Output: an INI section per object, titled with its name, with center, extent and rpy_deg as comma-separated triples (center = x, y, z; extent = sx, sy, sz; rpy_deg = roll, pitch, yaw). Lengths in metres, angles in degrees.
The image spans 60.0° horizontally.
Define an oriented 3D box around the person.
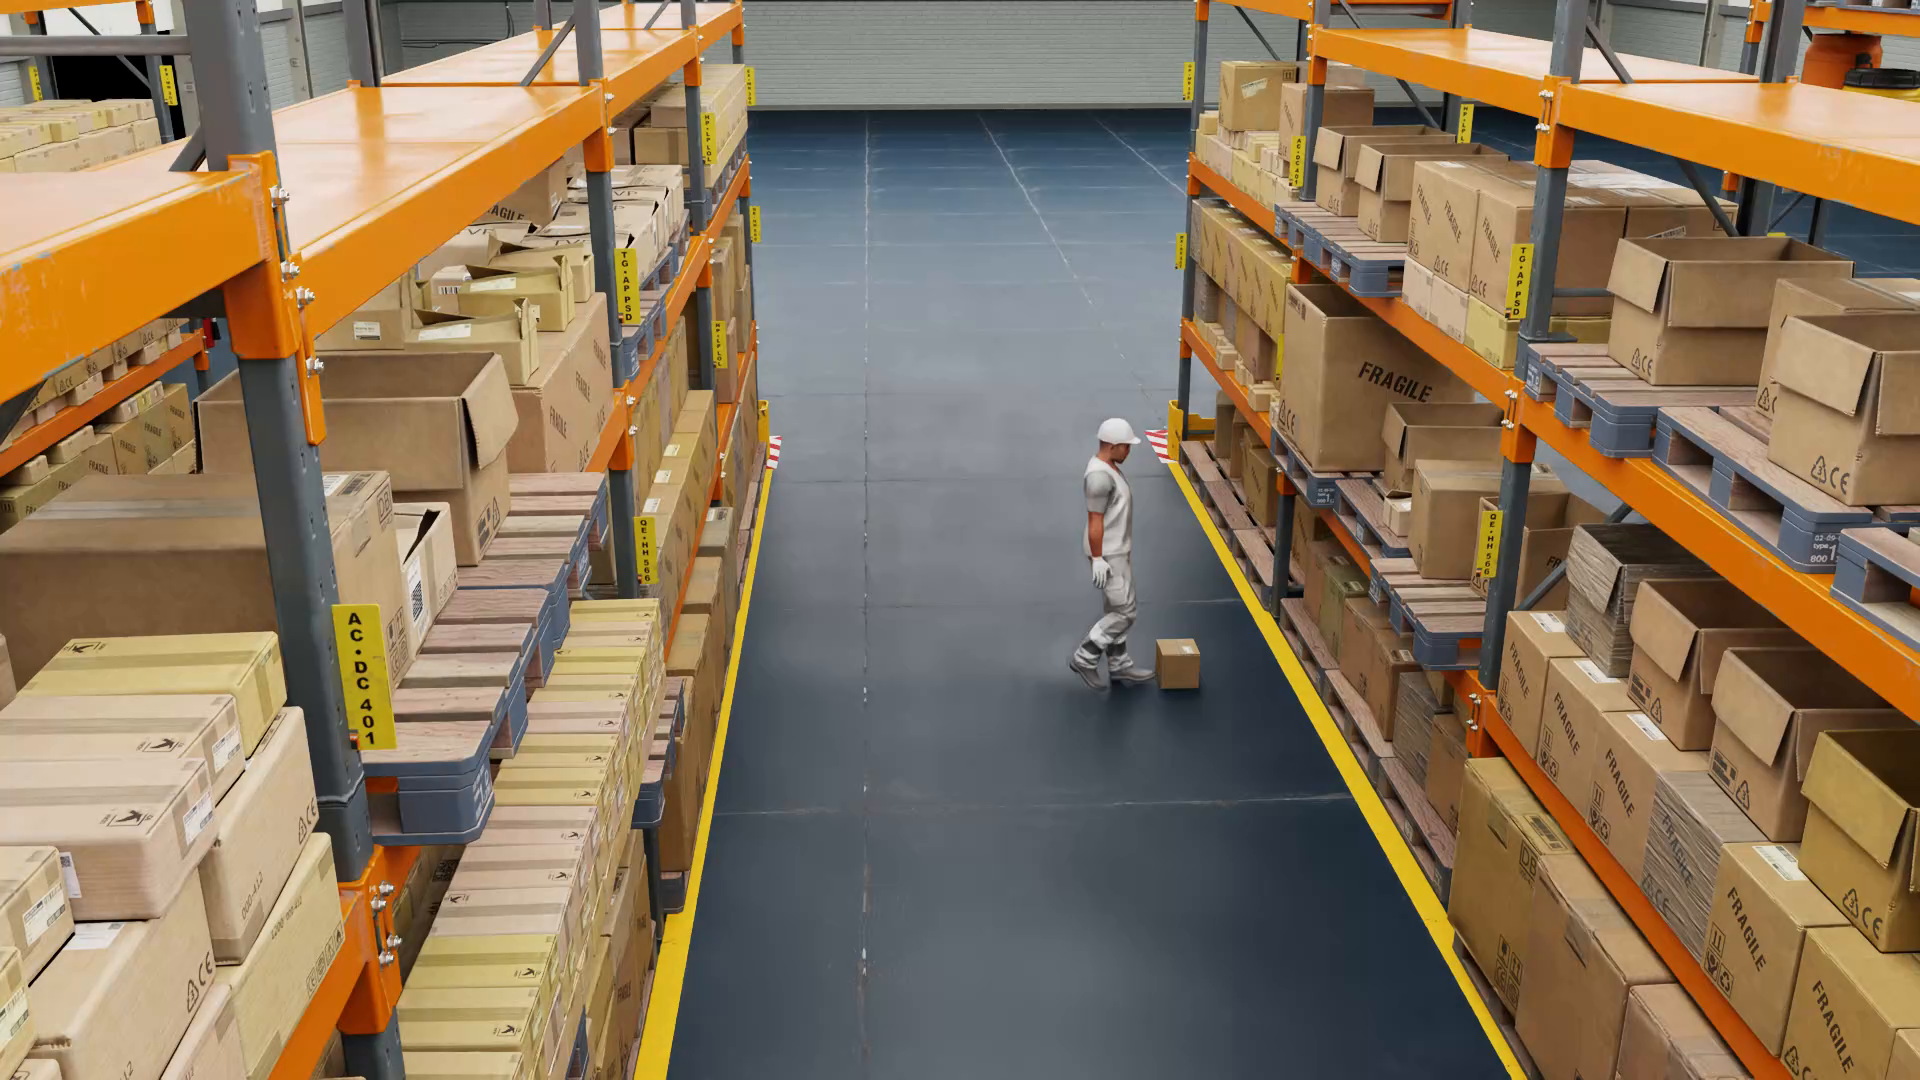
[person]
center = 1.011, 0.093, 10.730
extent = 0.554, 1.785, 0.577
rpy_deg = 3, 20, 9
